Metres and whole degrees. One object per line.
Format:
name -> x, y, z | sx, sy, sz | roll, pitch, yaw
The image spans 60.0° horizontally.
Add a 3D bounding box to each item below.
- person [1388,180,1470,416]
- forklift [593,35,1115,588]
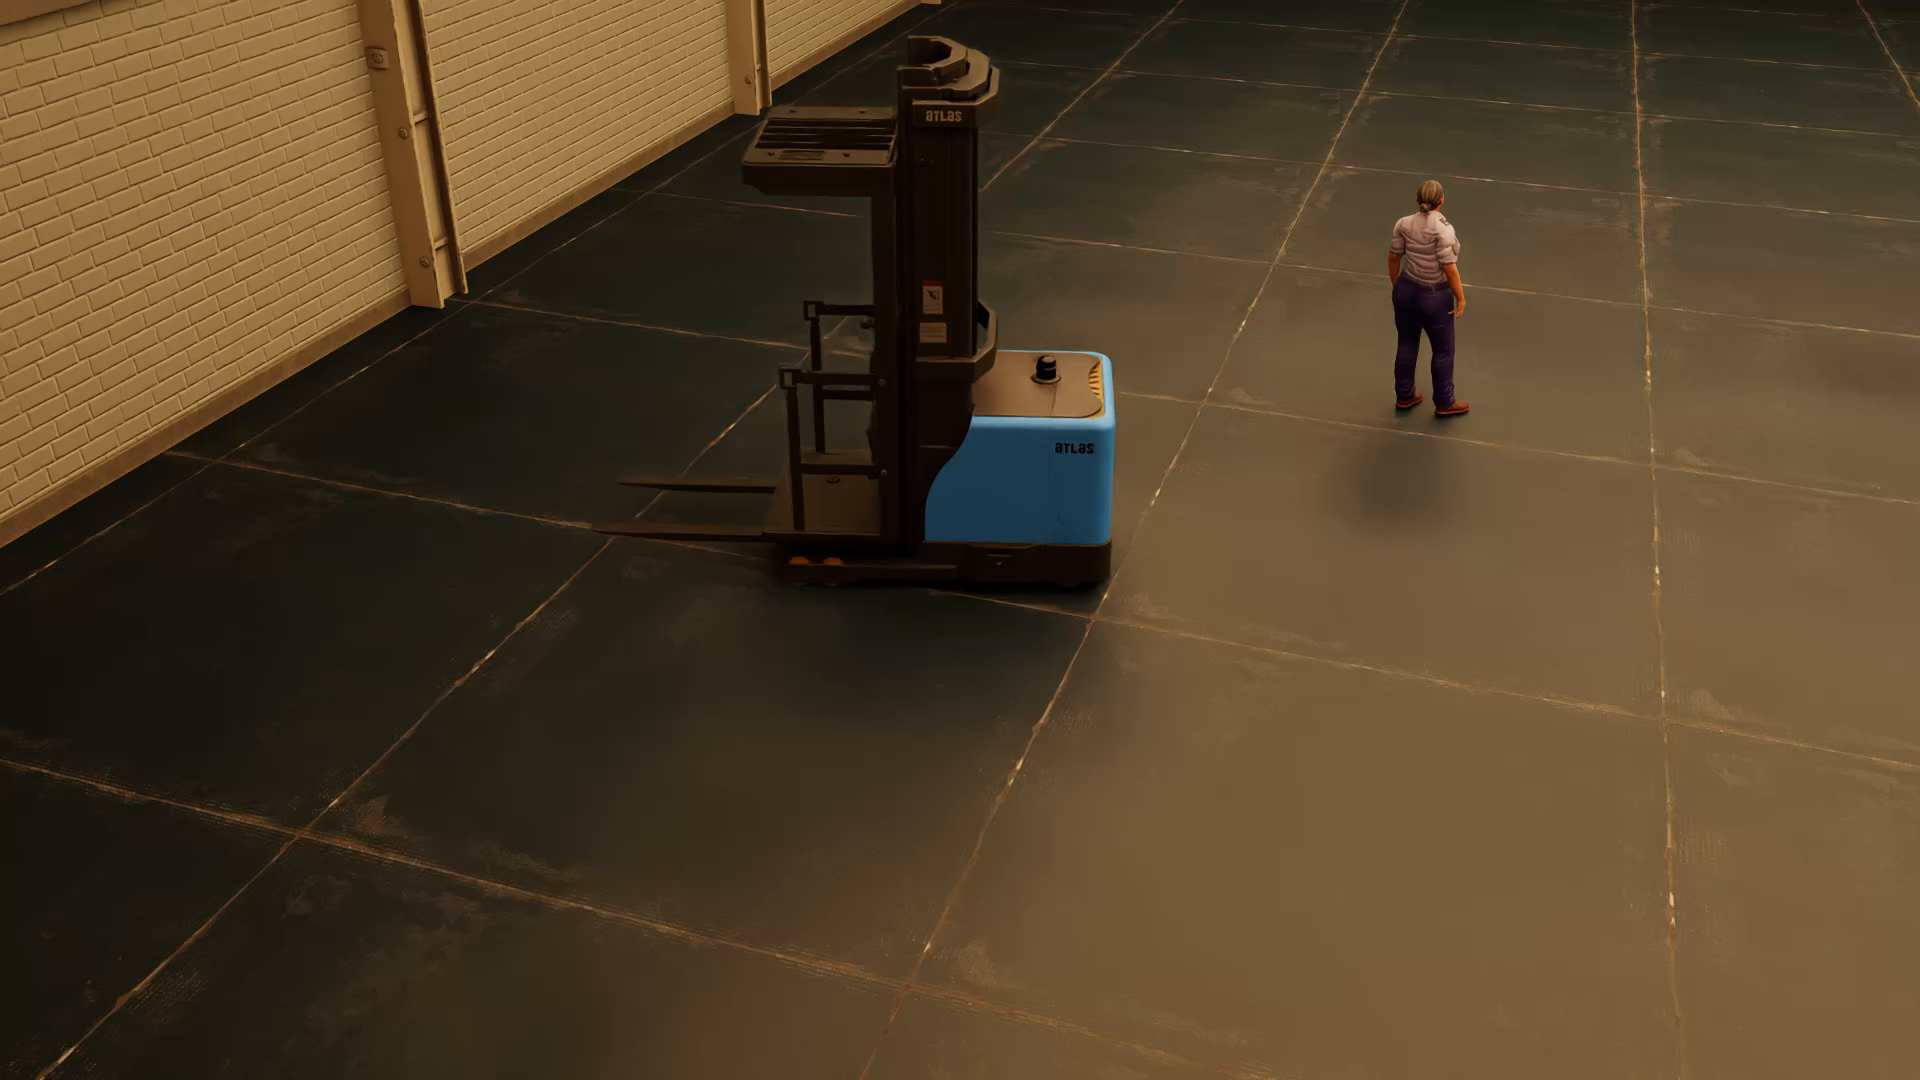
person -> 3.227, -1.666, 11.341 | 0.502, 1.651, 0.598 | -24, 38, -36
forklift -> -0.627, -1.263, 9.352 | 3.031, 2.935, 1.130 | 1, 30, 2
